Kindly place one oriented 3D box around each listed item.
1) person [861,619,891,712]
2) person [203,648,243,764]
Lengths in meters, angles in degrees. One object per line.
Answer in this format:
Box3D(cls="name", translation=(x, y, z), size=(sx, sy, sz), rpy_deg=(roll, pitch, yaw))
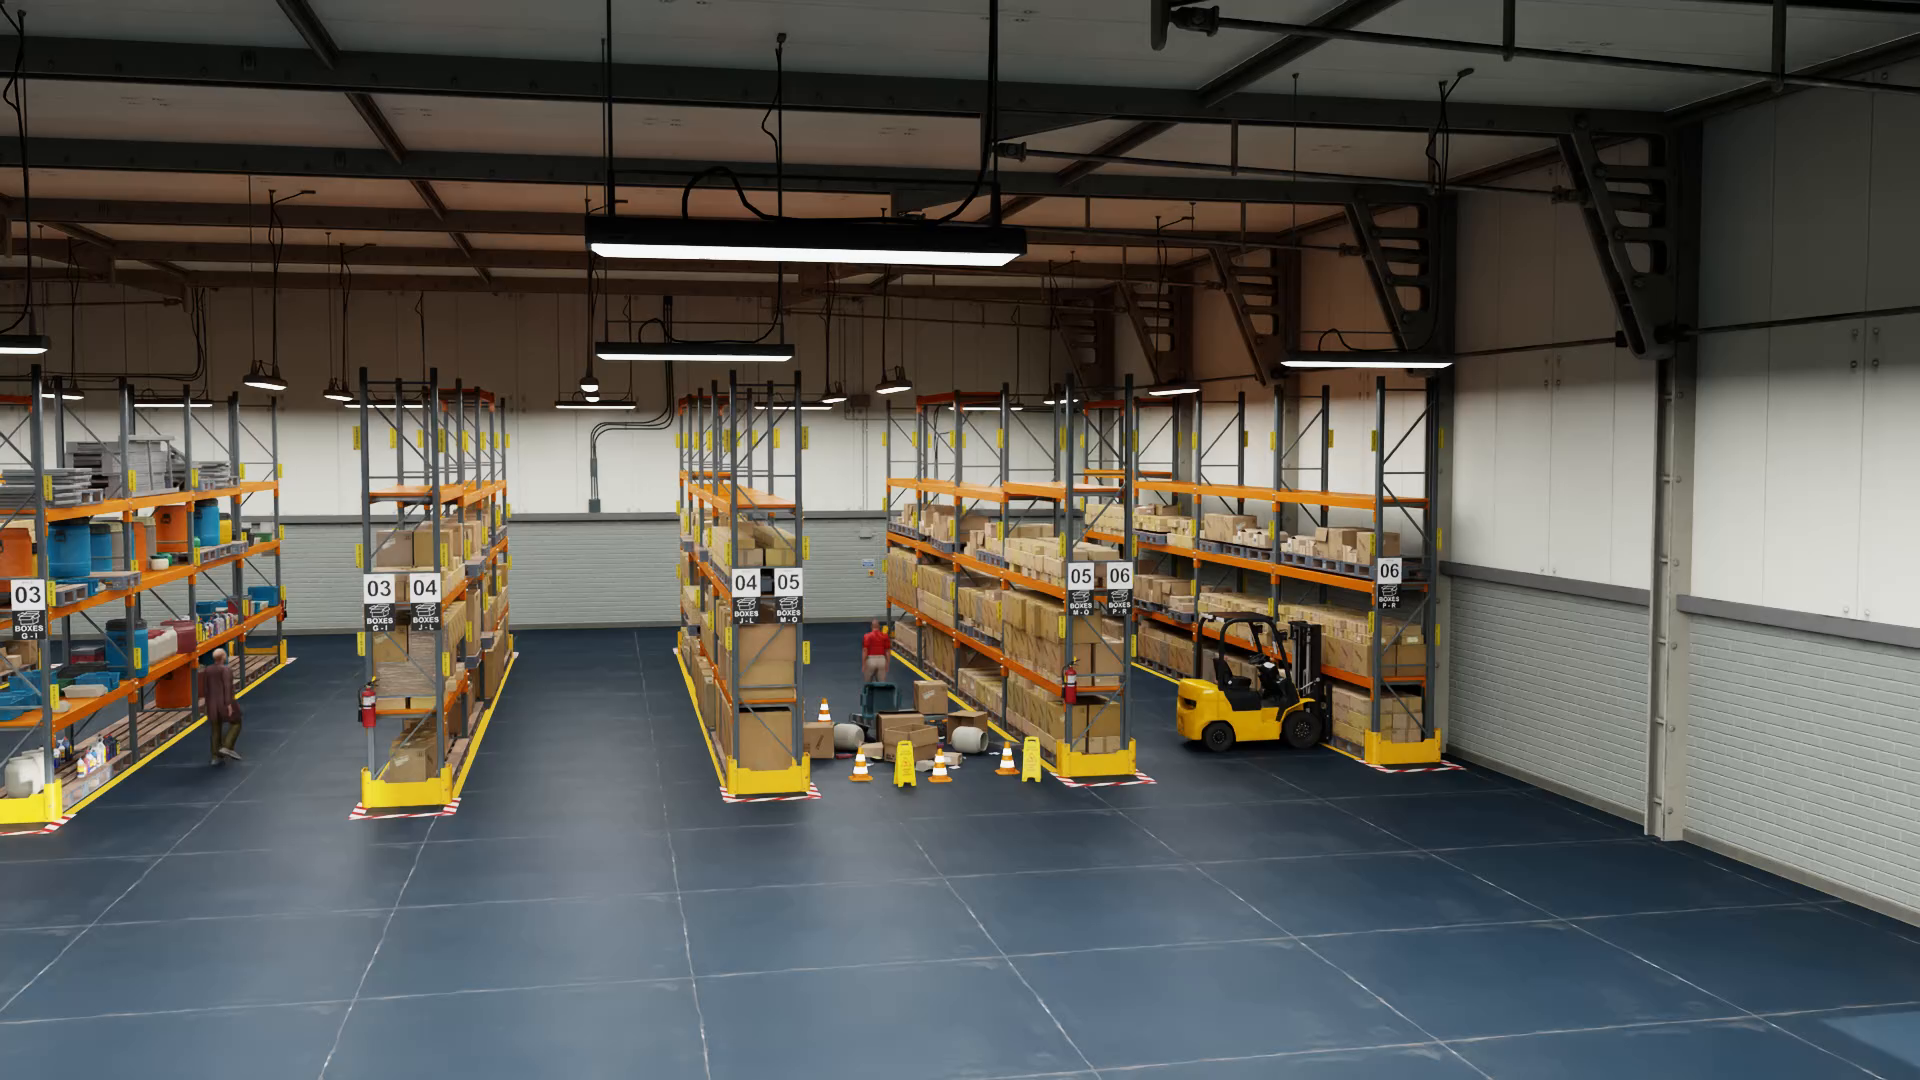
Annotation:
Box3D(cls="person", translation=(-1.544, 2.350, 30.657), size=(0.575, 1.785, 0.599), rpy_deg=(-1, 4, -19))
Box3D(cls="person", translation=(-11.482, 2.566, 25.797), size=(0.591, 1.763, 0.551), rpy_deg=(0, 3, 2))
